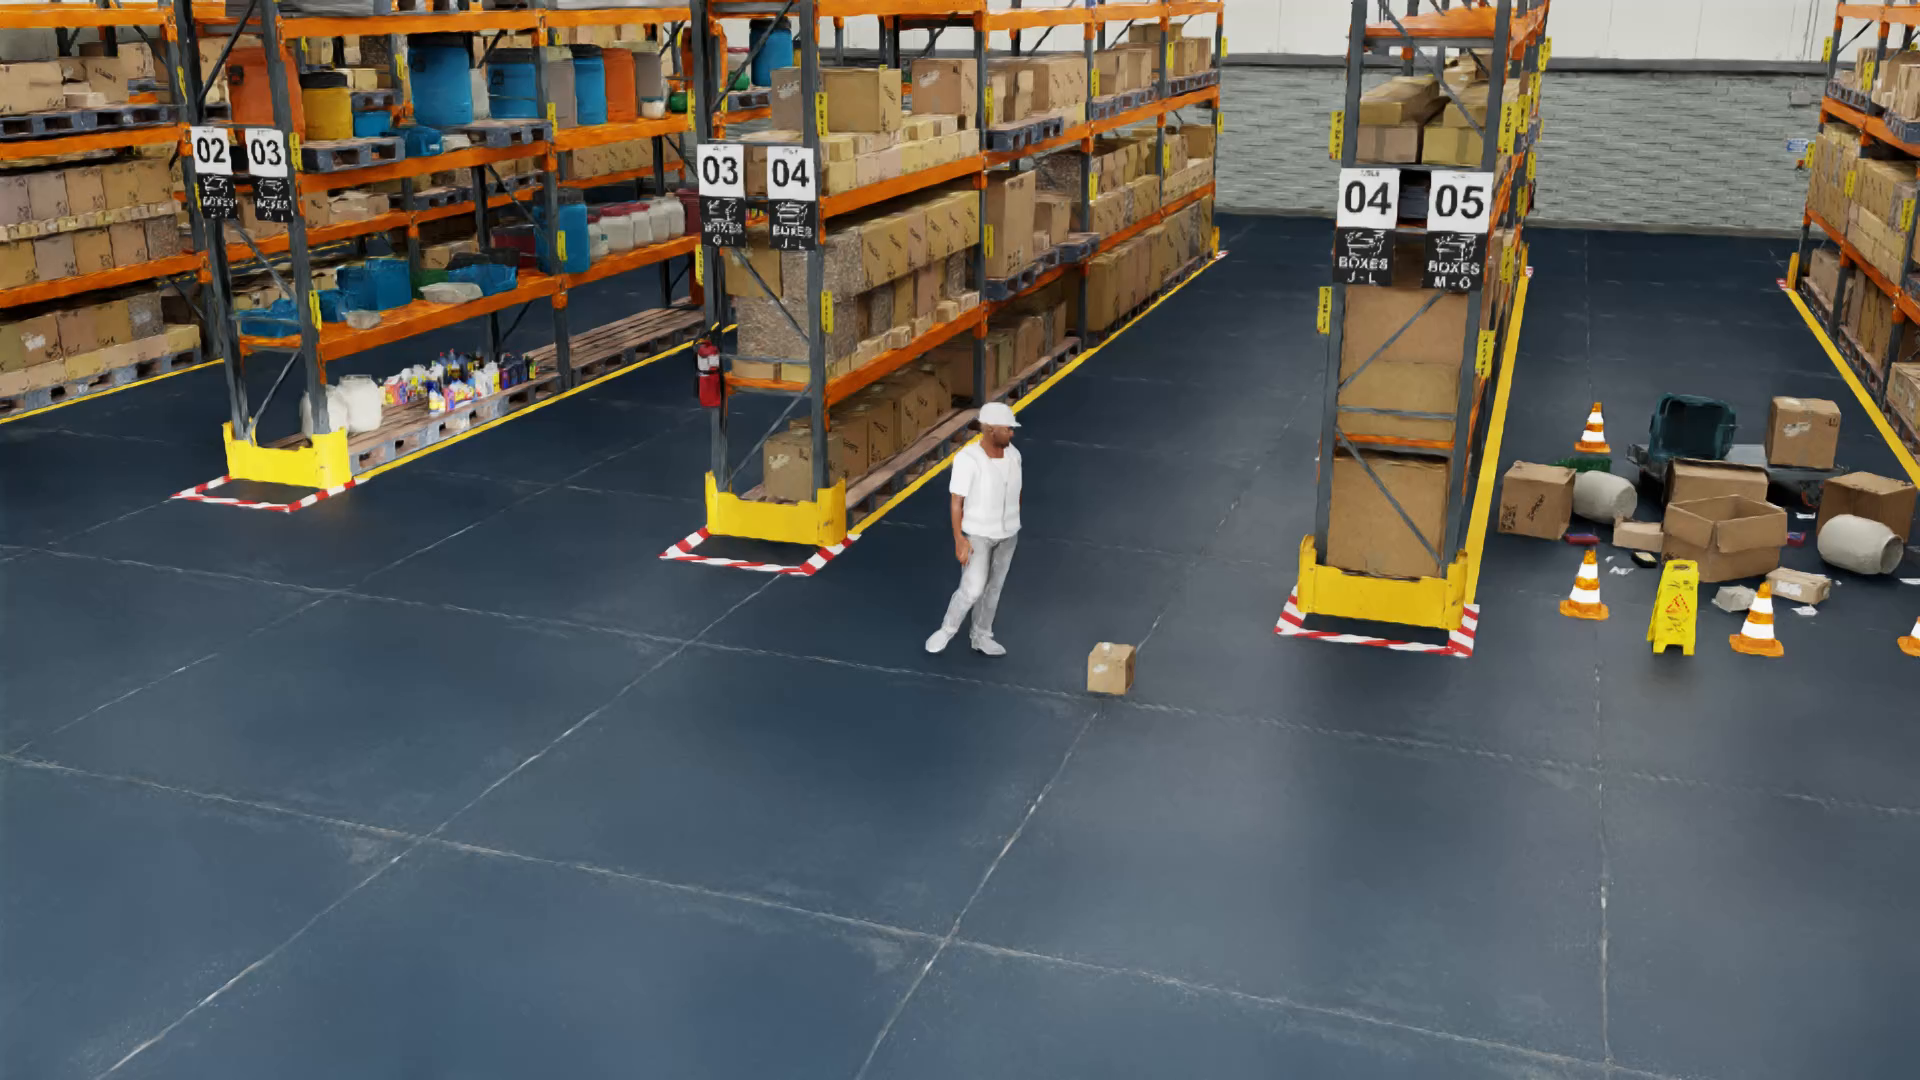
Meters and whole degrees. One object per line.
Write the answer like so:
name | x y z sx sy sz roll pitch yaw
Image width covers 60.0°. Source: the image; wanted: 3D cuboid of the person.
person | 0.123 -0.066 11.161 0.729 1.762 0.451 -13 22 -34
